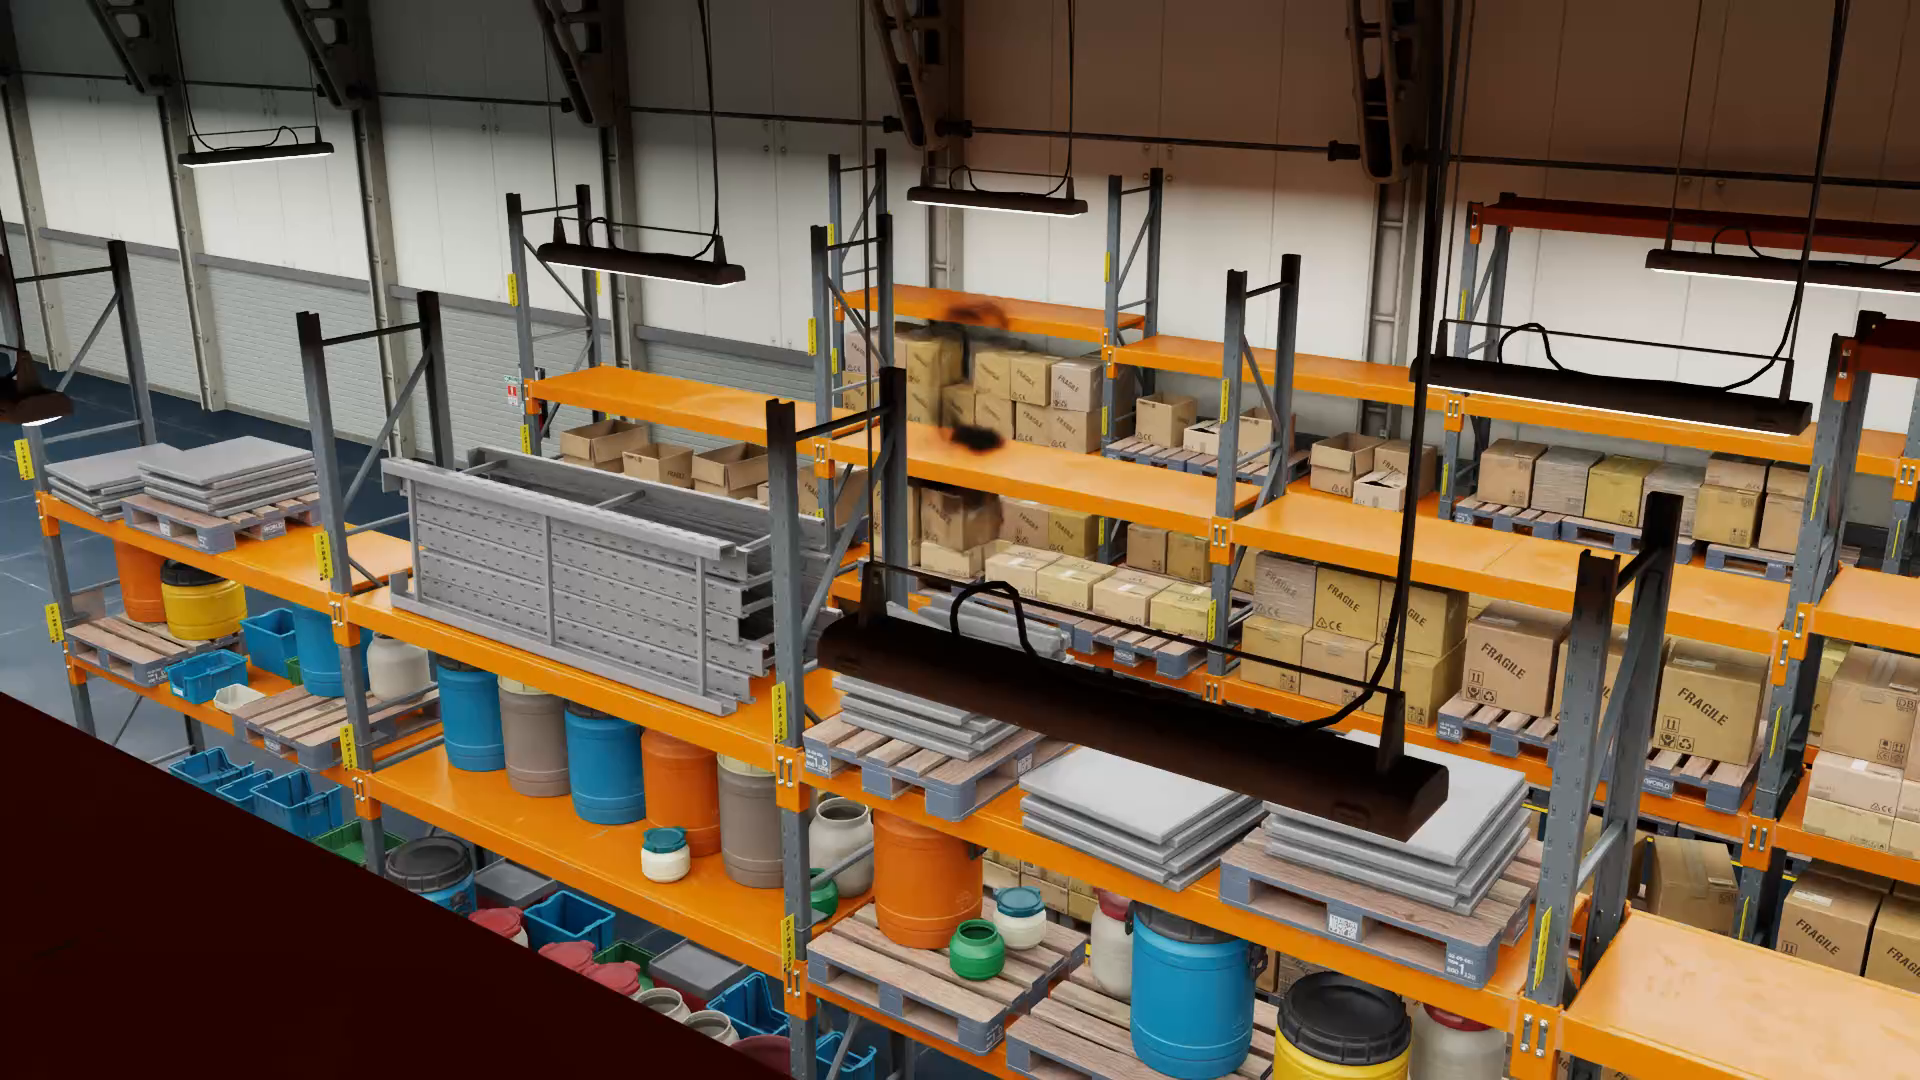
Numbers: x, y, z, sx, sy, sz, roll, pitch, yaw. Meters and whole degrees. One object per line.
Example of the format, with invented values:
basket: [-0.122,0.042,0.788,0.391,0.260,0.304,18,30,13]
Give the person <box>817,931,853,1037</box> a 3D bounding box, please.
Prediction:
person: [-1.093,3.242,12.981,0.733,1.604,0.557,9,20,24]
